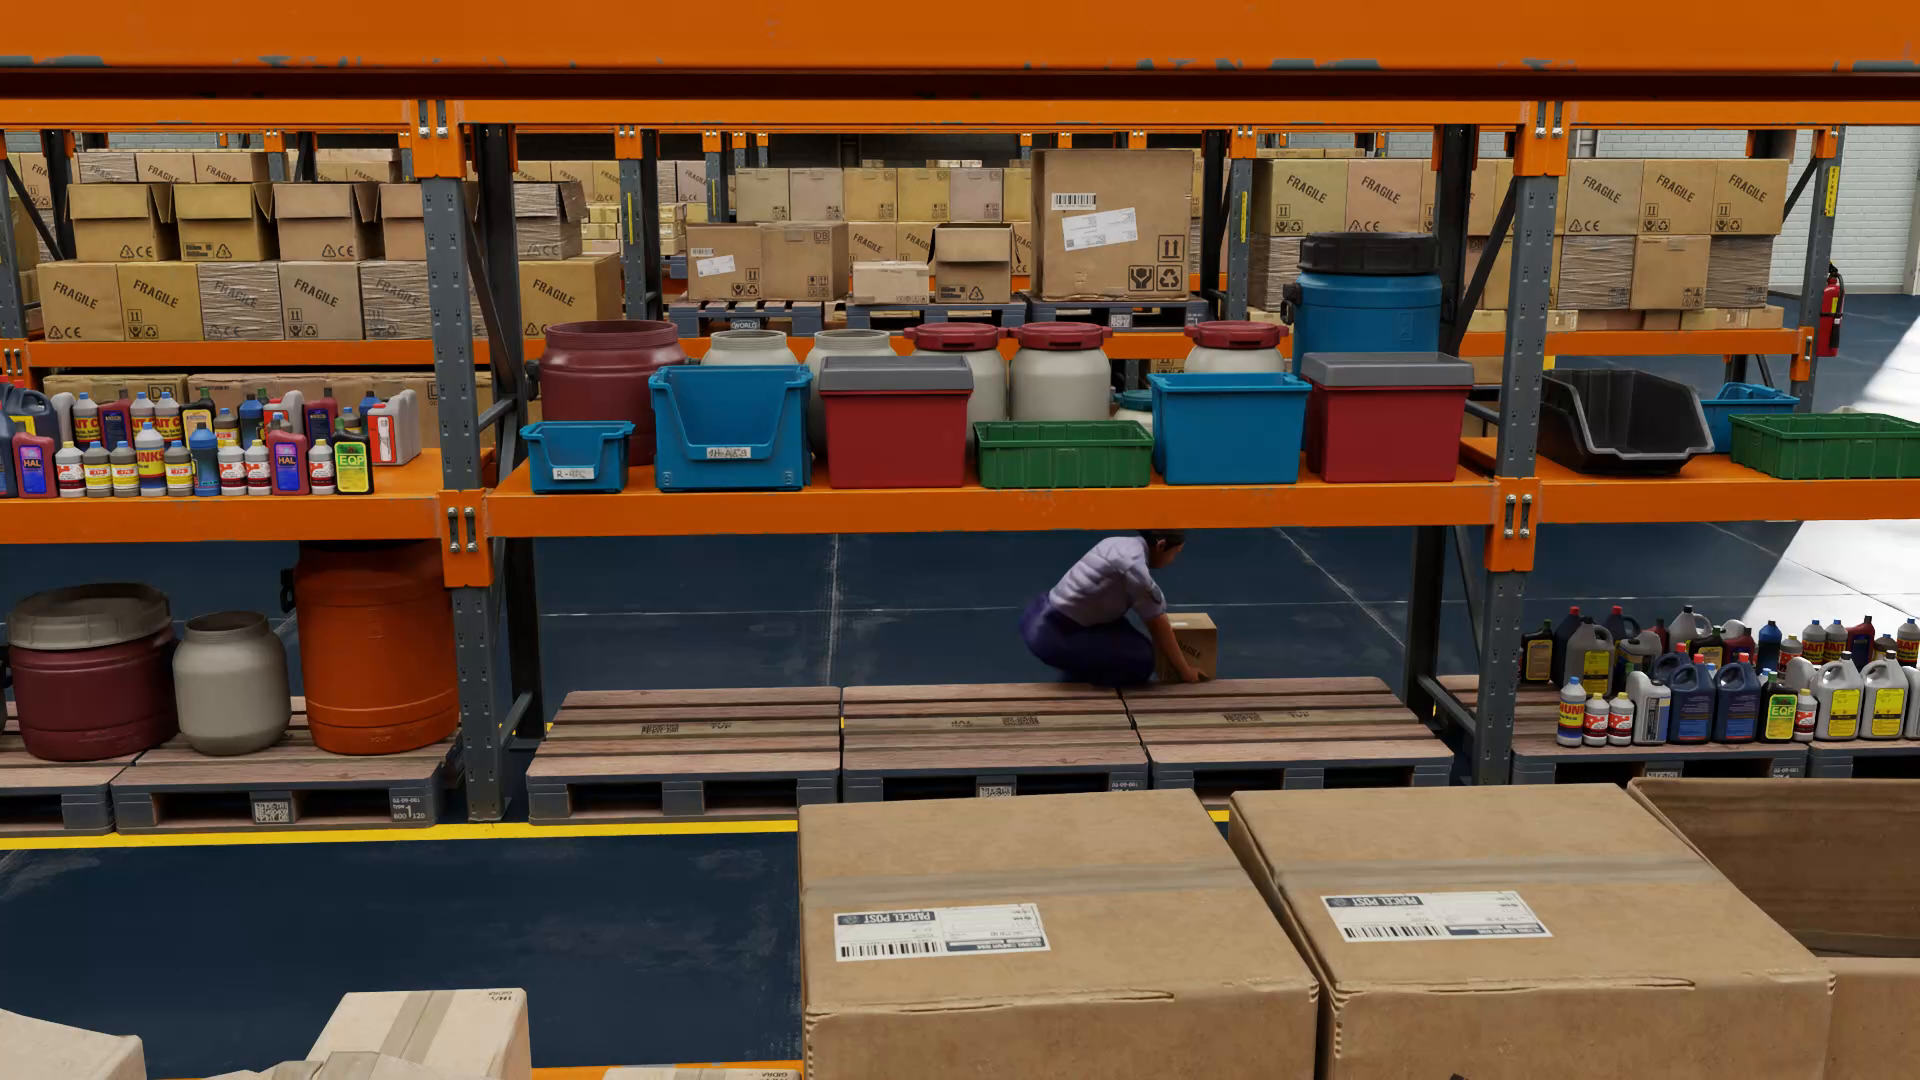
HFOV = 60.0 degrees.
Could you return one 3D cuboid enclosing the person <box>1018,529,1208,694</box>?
[{"bbox_3d":[0.693,0.362,7.567,0.843,0.942,0.508,-1,14,-4],"label":"person"}]
